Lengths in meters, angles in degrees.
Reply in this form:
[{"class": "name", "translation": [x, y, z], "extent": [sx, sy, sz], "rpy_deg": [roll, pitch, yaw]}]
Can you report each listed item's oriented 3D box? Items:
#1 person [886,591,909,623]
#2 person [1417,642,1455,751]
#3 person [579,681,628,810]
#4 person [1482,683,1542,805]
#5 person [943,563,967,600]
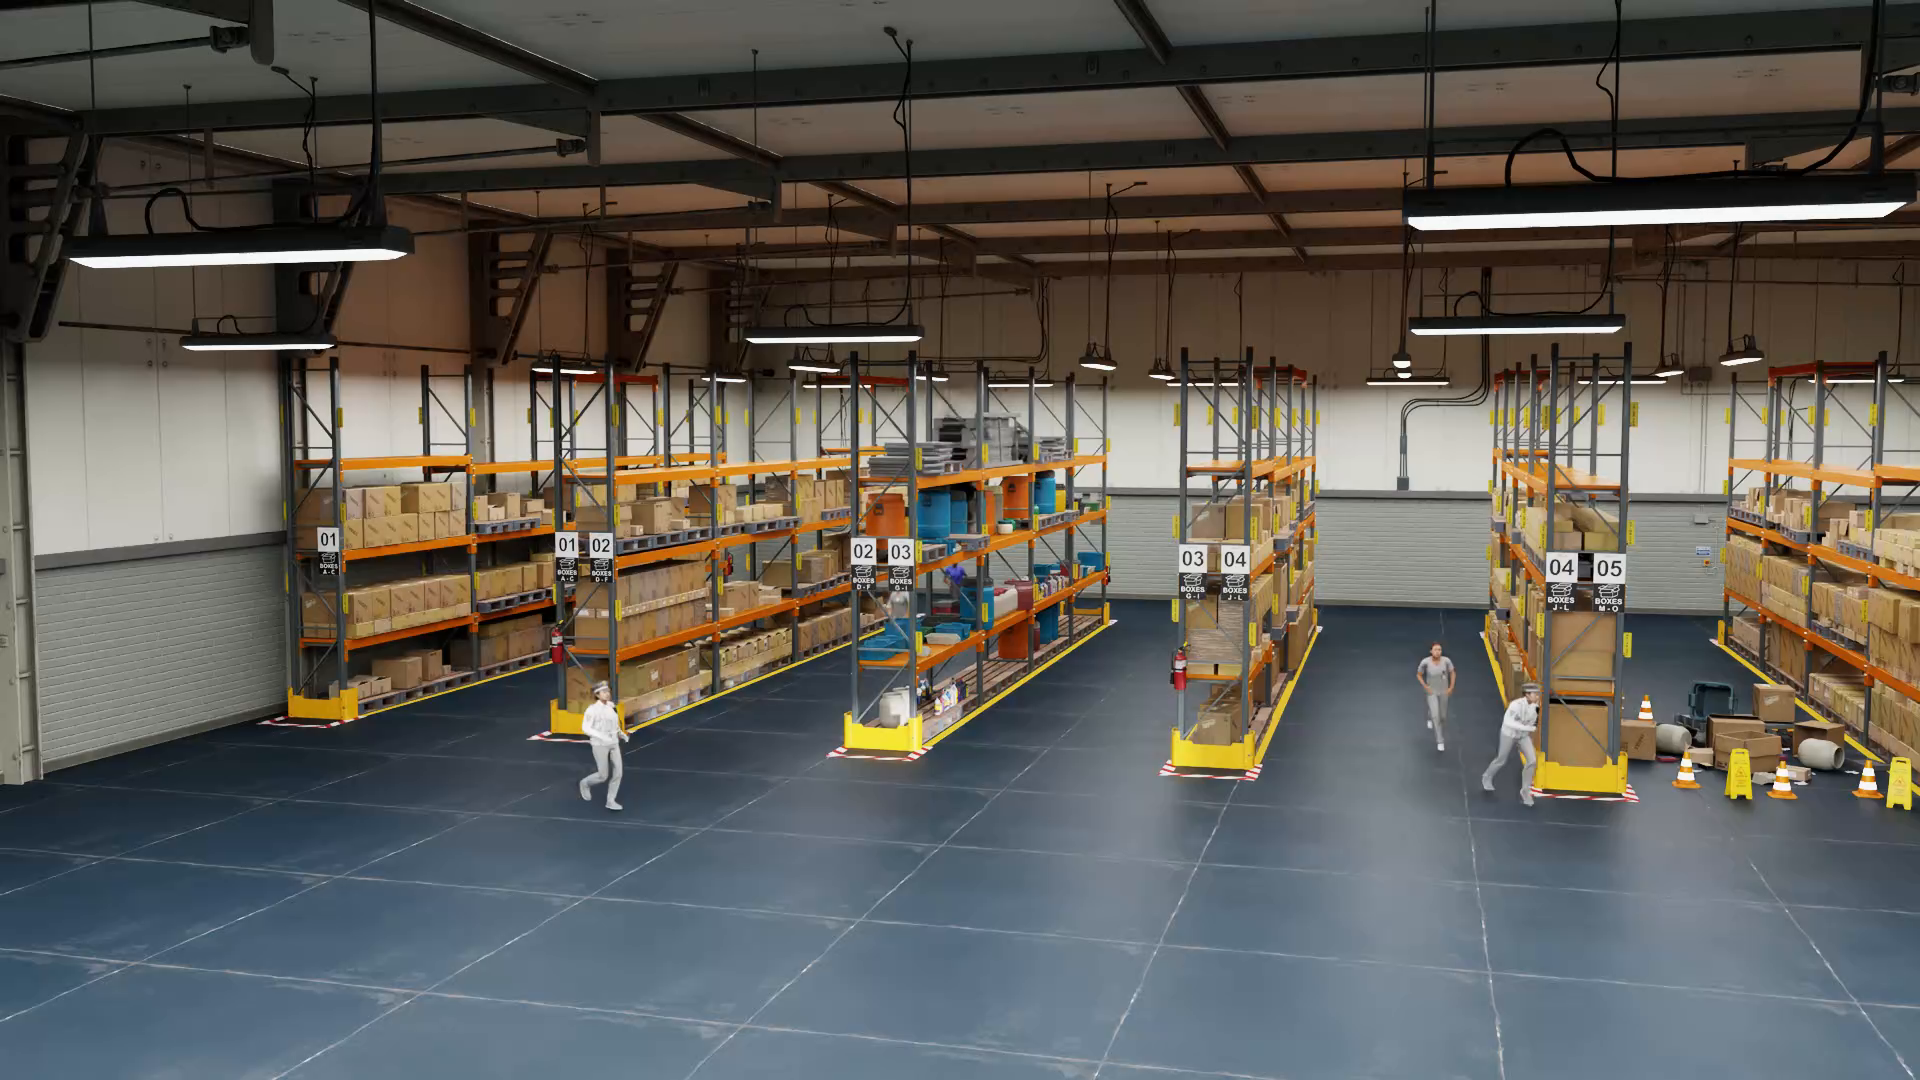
[{"class": "person", "translation": [-1.277, 1.635, 35.264], "extent": [0.583, 1.551, 0.587], "rpy_deg": [1, 4, 11]}, {"class": "person", "translation": [7.255, 2.351, 25.379], "extent": [0.576, 1.648, 0.747], "rpy_deg": [0, 4, 3]}, {"class": "person", "translation": [-4.569, 2.612, 21.297], "extent": [0.652, 1.650, 0.620], "rpy_deg": [3, 5, 35]}, {"class": "person", "translation": [7.258, 2.633, 21.847], "extent": [0.655, 1.630, 0.948], "rpy_deg": [-2, 5, -27]}, {"class": "person", "translation": [-0.104, 1.205, 40.982], "extent": [0.601, 1.593, 0.607], "rpy_deg": [-1, 4, -10]}]
